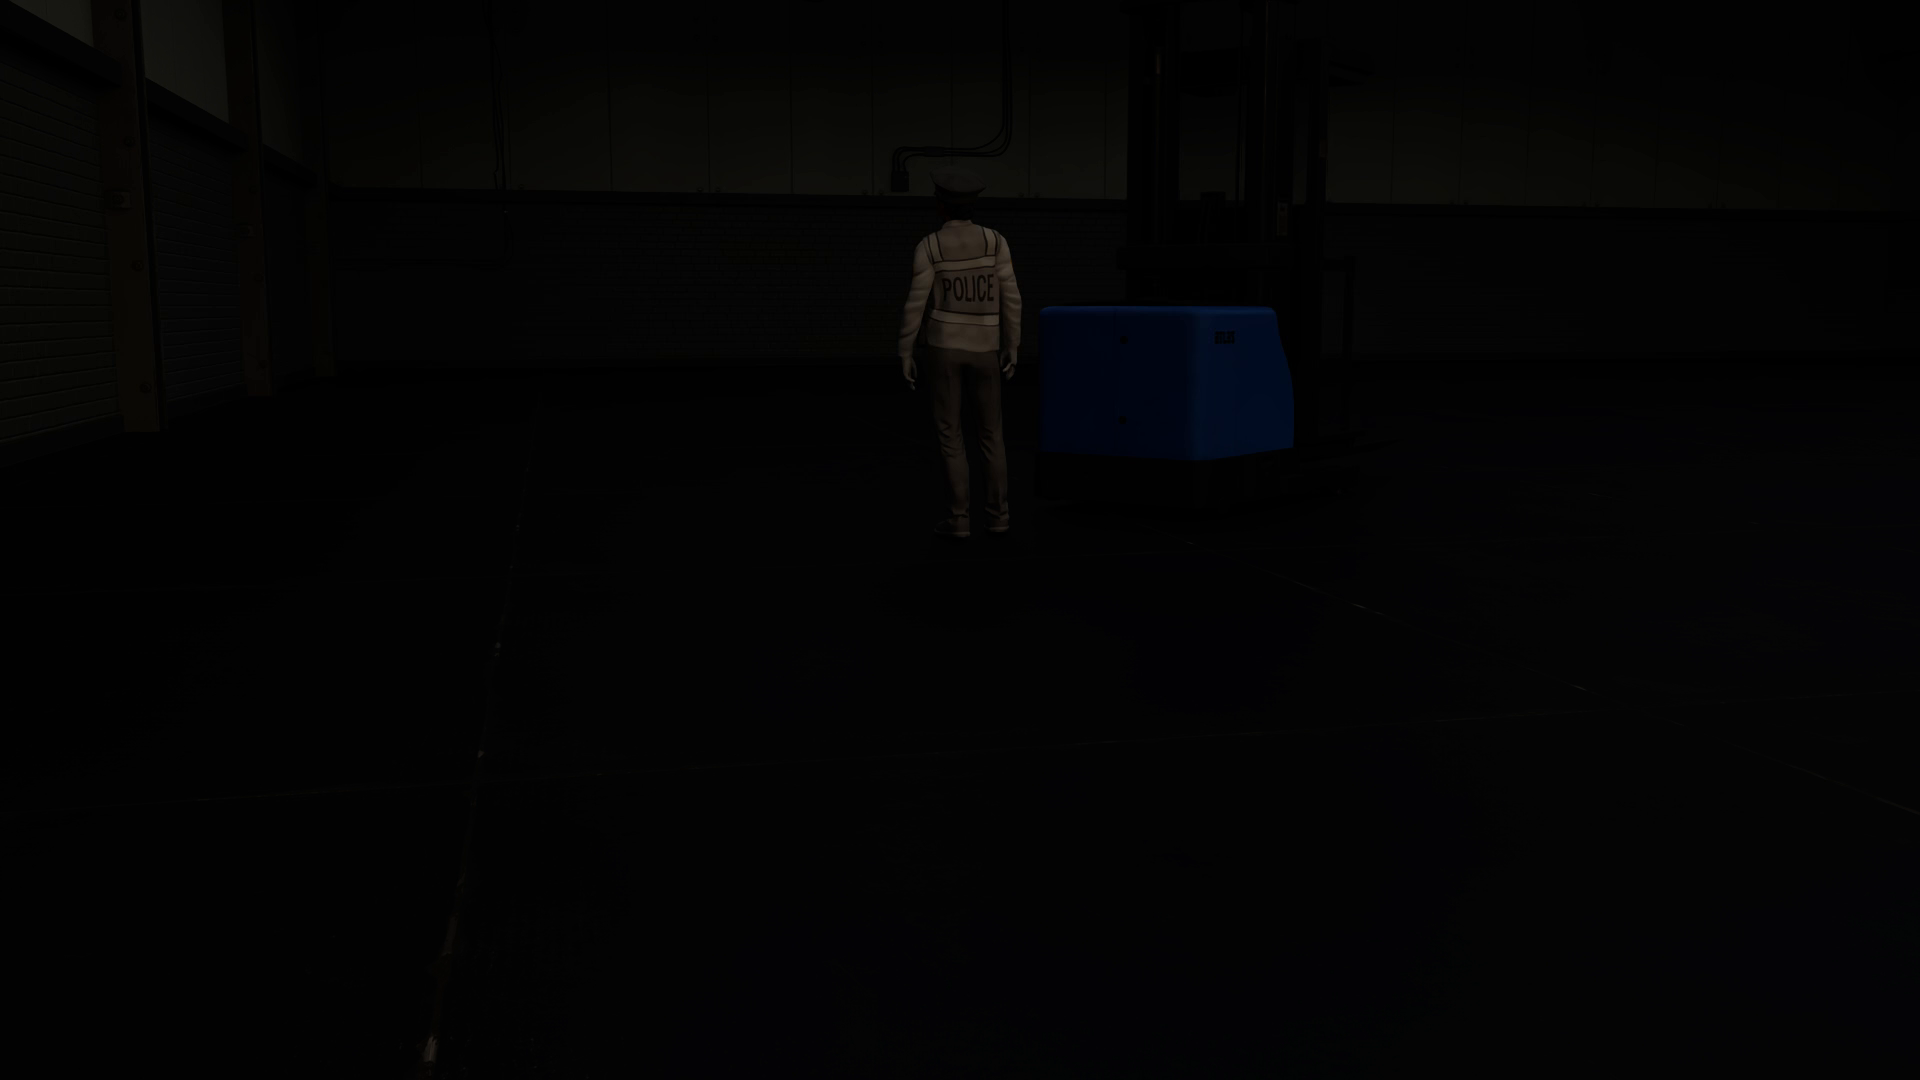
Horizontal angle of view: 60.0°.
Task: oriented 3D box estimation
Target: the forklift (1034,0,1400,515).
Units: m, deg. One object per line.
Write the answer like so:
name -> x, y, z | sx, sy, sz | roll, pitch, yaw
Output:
forklift -> 1.675, -1.740, 9.563 | 1.130, 2.935, 3.031 | 6, 10, 36

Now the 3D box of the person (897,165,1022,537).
person -> -0.009, -0.856, 7.656 | 0.586, 1.694, 0.531 | -2, 8, -13
